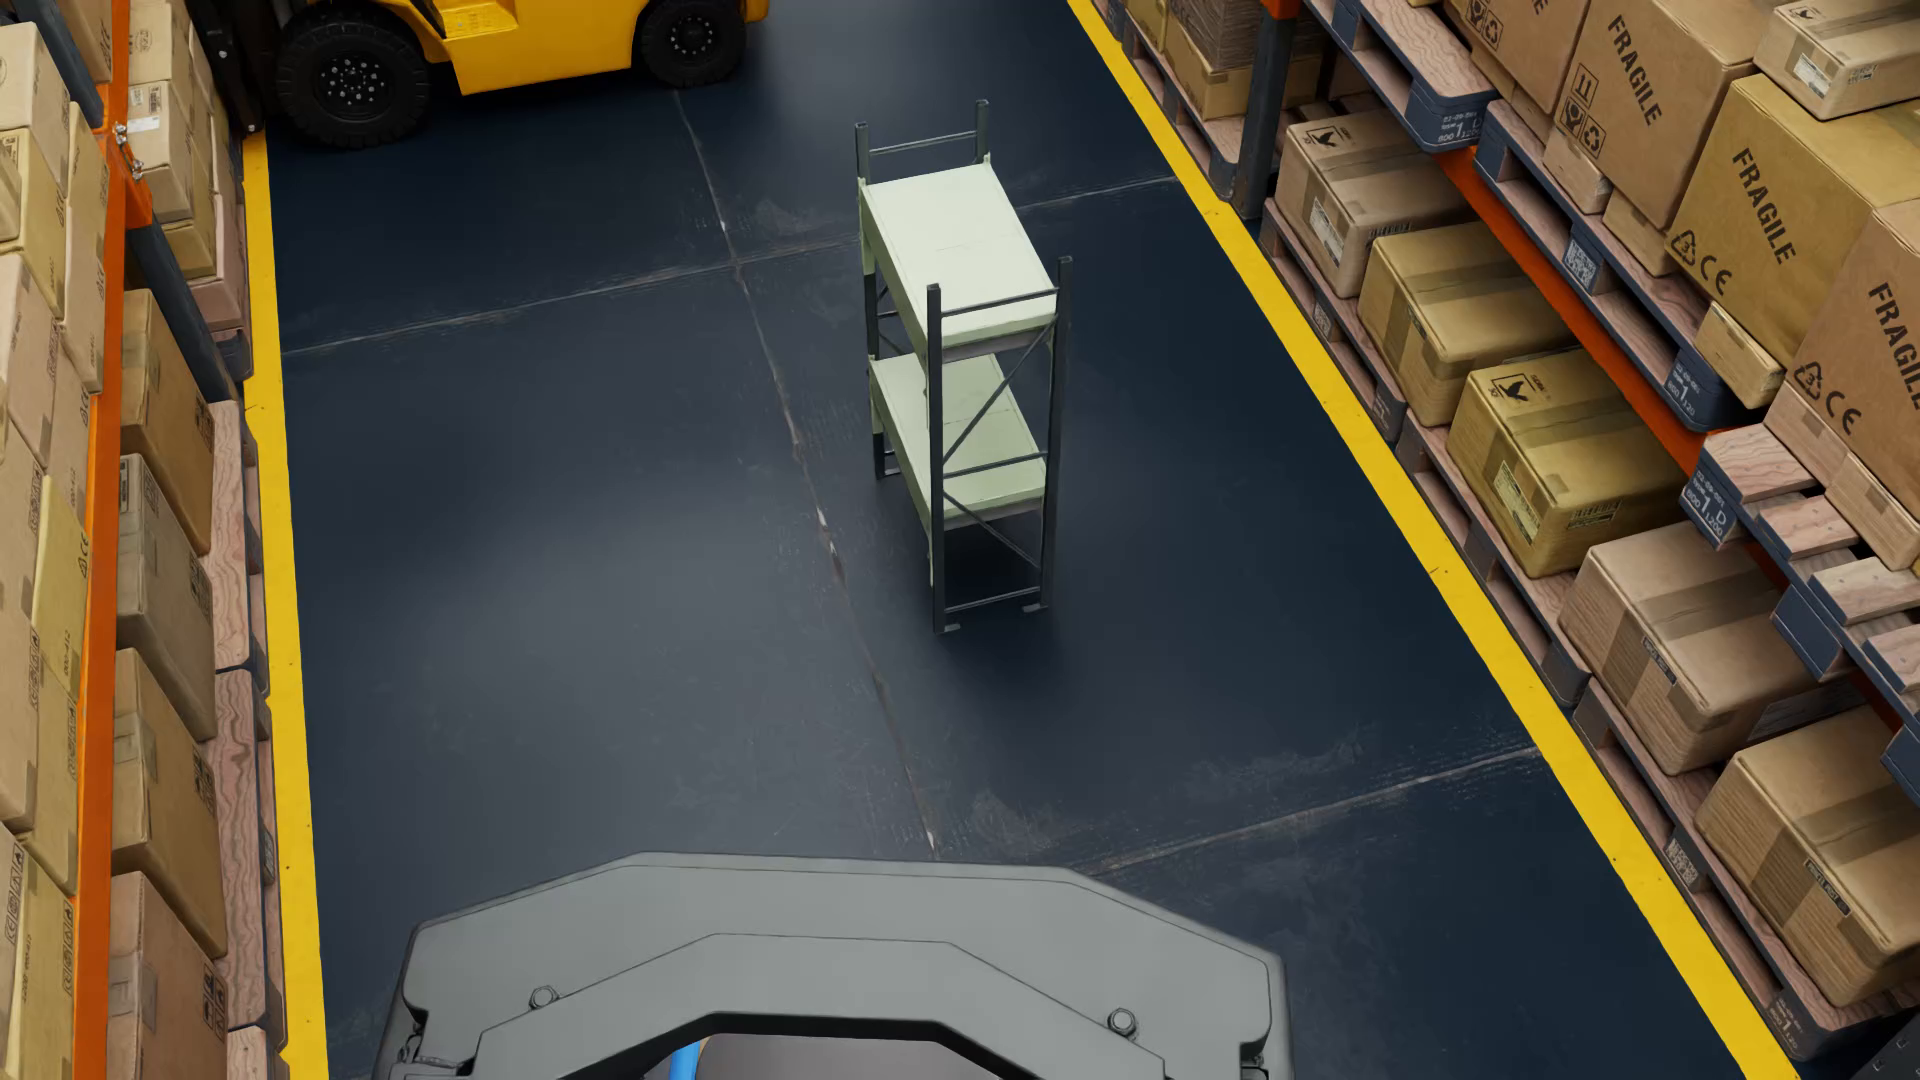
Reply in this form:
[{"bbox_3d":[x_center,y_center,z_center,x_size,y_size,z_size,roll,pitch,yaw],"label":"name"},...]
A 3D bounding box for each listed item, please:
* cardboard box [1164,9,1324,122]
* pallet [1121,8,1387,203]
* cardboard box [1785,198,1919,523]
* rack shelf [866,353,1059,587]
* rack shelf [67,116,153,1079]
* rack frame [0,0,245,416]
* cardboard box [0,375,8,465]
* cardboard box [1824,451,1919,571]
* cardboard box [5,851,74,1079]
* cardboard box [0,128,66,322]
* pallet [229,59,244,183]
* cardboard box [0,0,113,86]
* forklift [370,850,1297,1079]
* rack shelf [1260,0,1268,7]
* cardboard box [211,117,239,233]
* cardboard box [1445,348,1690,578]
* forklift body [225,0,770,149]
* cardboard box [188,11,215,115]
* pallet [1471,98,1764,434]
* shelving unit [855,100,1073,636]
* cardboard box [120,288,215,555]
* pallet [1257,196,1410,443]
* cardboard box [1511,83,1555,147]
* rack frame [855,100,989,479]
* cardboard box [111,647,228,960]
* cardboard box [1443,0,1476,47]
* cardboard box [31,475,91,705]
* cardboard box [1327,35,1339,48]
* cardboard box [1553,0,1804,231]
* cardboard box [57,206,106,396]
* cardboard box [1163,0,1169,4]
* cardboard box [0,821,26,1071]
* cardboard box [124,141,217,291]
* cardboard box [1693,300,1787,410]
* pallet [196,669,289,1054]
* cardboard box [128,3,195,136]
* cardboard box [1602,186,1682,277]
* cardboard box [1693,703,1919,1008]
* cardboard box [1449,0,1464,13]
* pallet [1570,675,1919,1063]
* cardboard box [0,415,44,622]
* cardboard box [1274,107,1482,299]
[{"bbox_3d":[1.193,-2.055,7.044,0.500,0.250,0.500,-11,51,-9],"label":"cardboard box"},{"bbox_3d":[1.392,-2.018,7.314,1.003,0.211,1.213,-13,51,-11],"label":"pallet"},{"bbox_3d":[2.244,-0.421,3.608,0.500,0.500,0.500,-14,51,-12],"label":"cardboard box"},{"bbox_3d":[-0.002,-0.278,5.430,0.431,0.370,0.720,-13,51,-11],"label":"rack shelf"},{"bbox_3d":[-2.524,0.383,3.936,1.077,0.370,4.000,-13,51,-11],"label":"rack shelf"},{"bbox_3d":[-3.116,-1.310,4.892,1.000,3.000,0.127,-13,51,-11],"label":"rack frame"},{"bbox_3d":[-2.244,-0.249,3.508,0.380,0.149,0.250,-15,51,-12],"label":"cardboard box"},{"bbox_3d":[2.220,-0.107,3.768,0.380,0.149,0.250,-14,51,-11],"label":"cardboard box"},{"bbox_3d":[-1.975,0.912,3.117,0.500,0.250,0.500,-14,51,-12],"label":"cardboard box"},{"bbox_3d":[-2.567,-0.748,4.189,0.500,0.250,0.500,-15,51,-12],"label":"cardboard box"},{"bbox_3d":[-3.675,-1.894,7.208,1.003,0.211,1.213,-13,51,-11],"label":"pallet"},{"bbox_3d":[-2.998,-1.725,5.177,0.500,0.500,0.500,-15,51,-12],"label":"cardboard box"},{"bbox_3d":[-0.150,1.829,2.291,1.130,2.935,3.031,2,50,2],"label":"forklift"},{"bbox_3d":[1.033,-3.664,7.347,1.077,0.370,4.000,-13,51,-11],"label":"rack shelf"},{"bbox_3d":[-3.107,-1.354,6.454,0.500,0.250,0.500,-14,51,-12],"label":"cardboard box"},{"bbox_3d":[2.205,-0.309,5.492,0.950,0.372,0.625,-12,51,-10],"label":"cardboard box"},{"bbox_3d":[-1.995,-2.985,6.860,2.313,2.155,1.214,-13,51,-11],"label":"forklift body"},{"bbox_3d":[-3.252,-1.880,6.570,0.500,0.250,0.500,-14,51,-11],"label":"cardboard box"},{"bbox_3d":[2.183,-0.888,4.662,1.003,0.211,1.213,-13,51,-11],"label":"pallet"},{"bbox_3d":[-0.002,-0.488,5.181,0.431,1.500,0.755,-13,51,-11],"label":"shelving unit"},{"bbox_3d":[-2.951,-0.301,5.320,0.875,0.625,0.625,-11,51,-9],"label":"cardboard box"},{"bbox_3d":[1.856,-0.968,6.428,1.003,0.211,1.213,-13,51,-11],"label":"pallet"},{"bbox_3d":[1.816,-1.262,4.741,0.380,0.149,0.250,-13,51,-11],"label":"cardboard box"},{"bbox_3d":[-0.110,-0.756,5.406,0.400,1.500,0.023,-13,51,-11],"label":"rack frame"},{"bbox_3d":[-2.504,0.816,4.379,0.875,0.625,0.625,-15,52,-12],"label":"cardboard box"},{"bbox_3d":[1.709,-1.640,5.060,0.380,0.149,0.250,-10,51,-9],"label":"cardboard box"},{"bbox_3d":[-2.285,0.159,3.753,0.500,0.250,0.500,-12,51,-10],"label":"cardboard box"},{"bbox_3d":[1.708,-2.417,6.859,0.500,0.500,0.500,-11,51,-9],"label":"cardboard box"},{"bbox_3d":[1.933,-1.188,4.255,0.500,0.500,0.500,-15,52,-12],"label":"cardboard box"},{"bbox_3d":[-2.563,-0.586,4.381,0.500,0.250,0.500,-14,51,-11],"label":"cardboard box"},{"bbox_3d":[1.041,-2.668,7.071,0.500,0.500,0.500,-12,51,-10],"label":"cardboard box"},{"bbox_3d":[-1.978,0.754,2.924,0.500,0.250,0.500,-12,51,-10],"label":"cardboard box"},{"bbox_3d":[-2.964,-1.143,5.948,0.500,0.250,0.500,-14,51,-11],"label":"cardboard box"},{"bbox_3d":[2.059,-0.491,4.091,0.380,0.149,0.250,-13,51,-10],"label":"cardboard box"},{"bbox_3d":[-2.496,1.011,4.760,1.003,0.211,1.213,-13,51,-11],"label":"pallet"},{"bbox_3d":[-3.101,-1.681,6.075,0.500,0.250,0.500,-13,51,-11],"label":"cardboard box"},{"bbox_3d":[1.952,-0.868,4.409,0.380,0.149,0.250,-15,51,-12],"label":"cardboard box"},{"bbox_3d":[2.650,0.783,4.572,0.950,0.372,0.625,-16,52,-13],"label":"cardboard box"},{"bbox_3d":[1.638,-1.925,4.876,0.500,0.500,0.500,-13,51,-11],"label":"cardboard box"},{"bbox_3d":[2.578,0.814,4.925,1.003,0.211,1.213,-13,51,-11],"label":"pallet"},{"bbox_3d":[-2.290,0.000,3.559,0.500,0.250,0.500,-13,51,-10],"label":"cardboard box"},{"bbox_3d":[1.782,-1.341,6.362,0.950,0.372,0.625,-13,51,-11],"label":"cardboard box"}]
